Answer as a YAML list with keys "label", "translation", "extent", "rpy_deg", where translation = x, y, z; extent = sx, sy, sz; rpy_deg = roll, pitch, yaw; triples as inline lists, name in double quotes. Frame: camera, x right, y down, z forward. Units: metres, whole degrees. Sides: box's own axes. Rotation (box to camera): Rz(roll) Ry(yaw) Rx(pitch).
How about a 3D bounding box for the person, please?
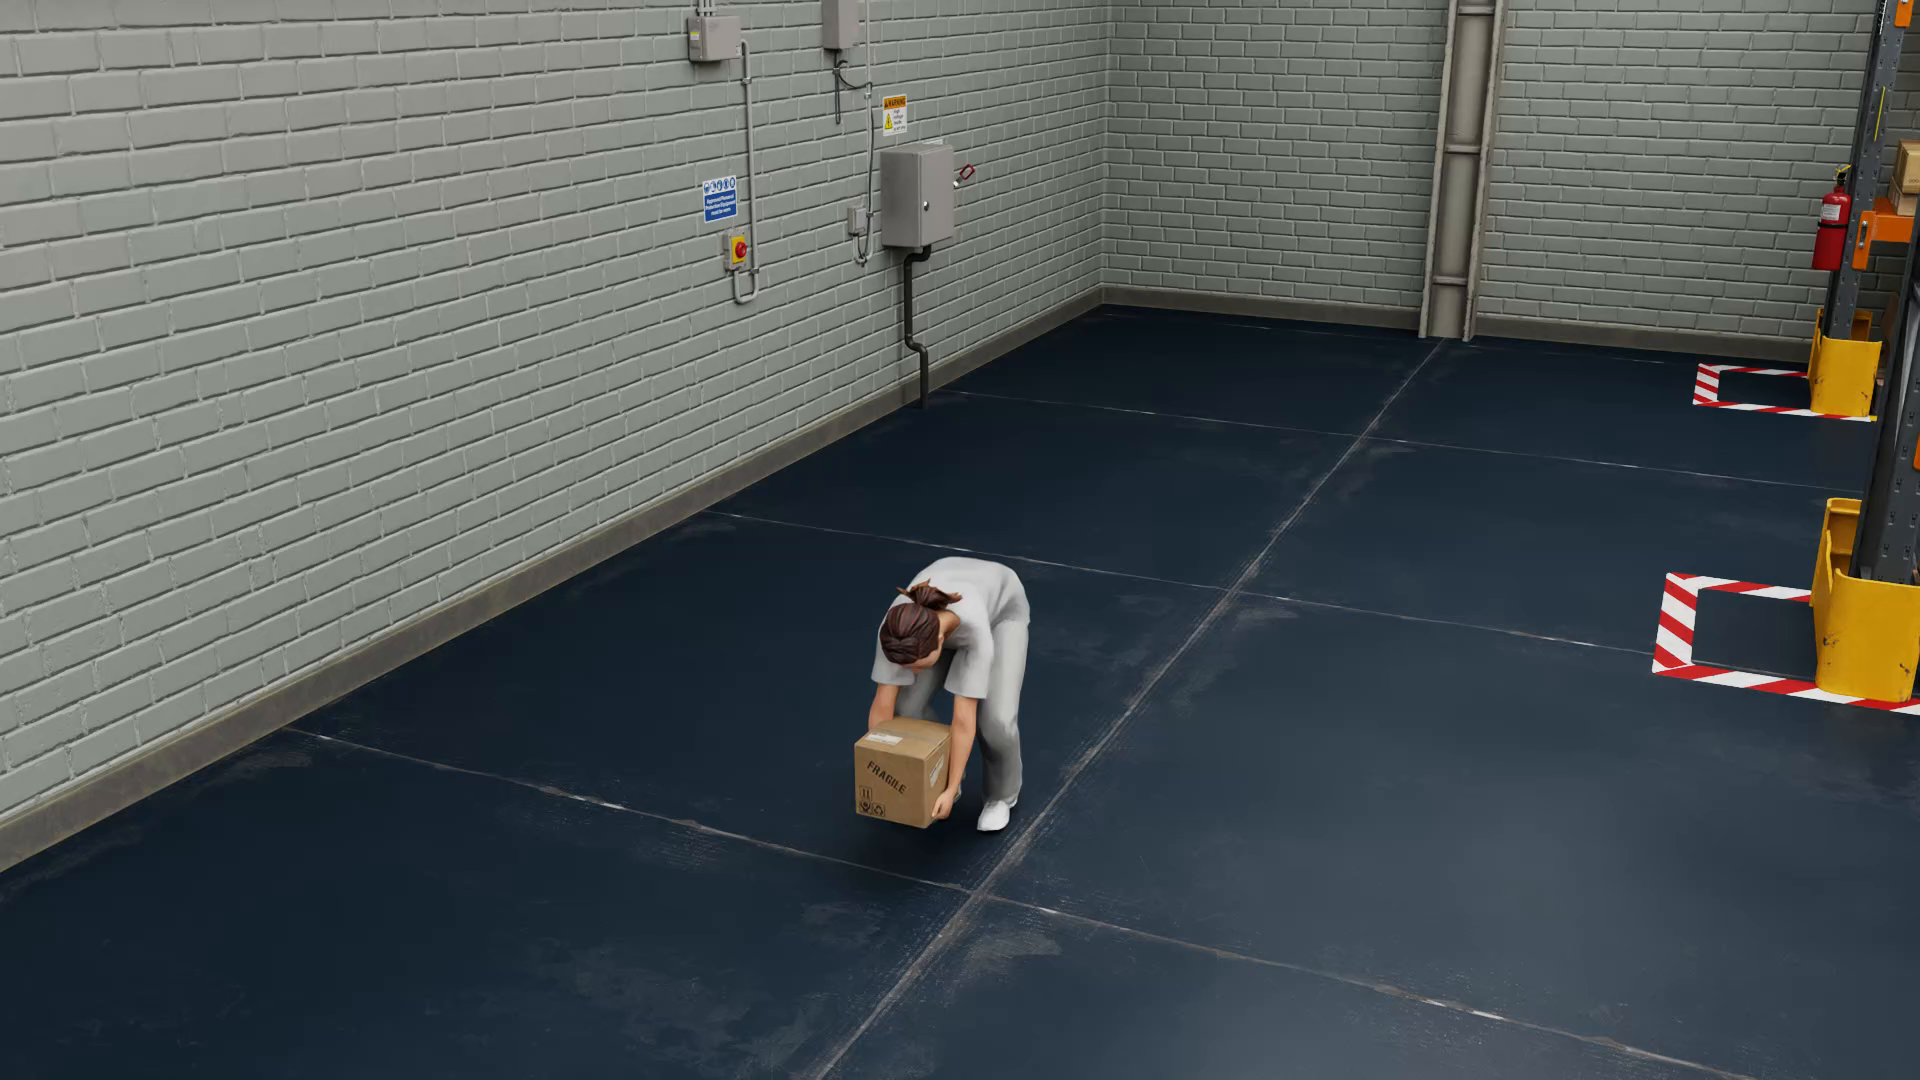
- label: "person"
  translation: [-0.033, 0.544, 5.571]
  extent: [0.466, 0.972, 0.866]
  rpy_deg: [7, 20, 20]
